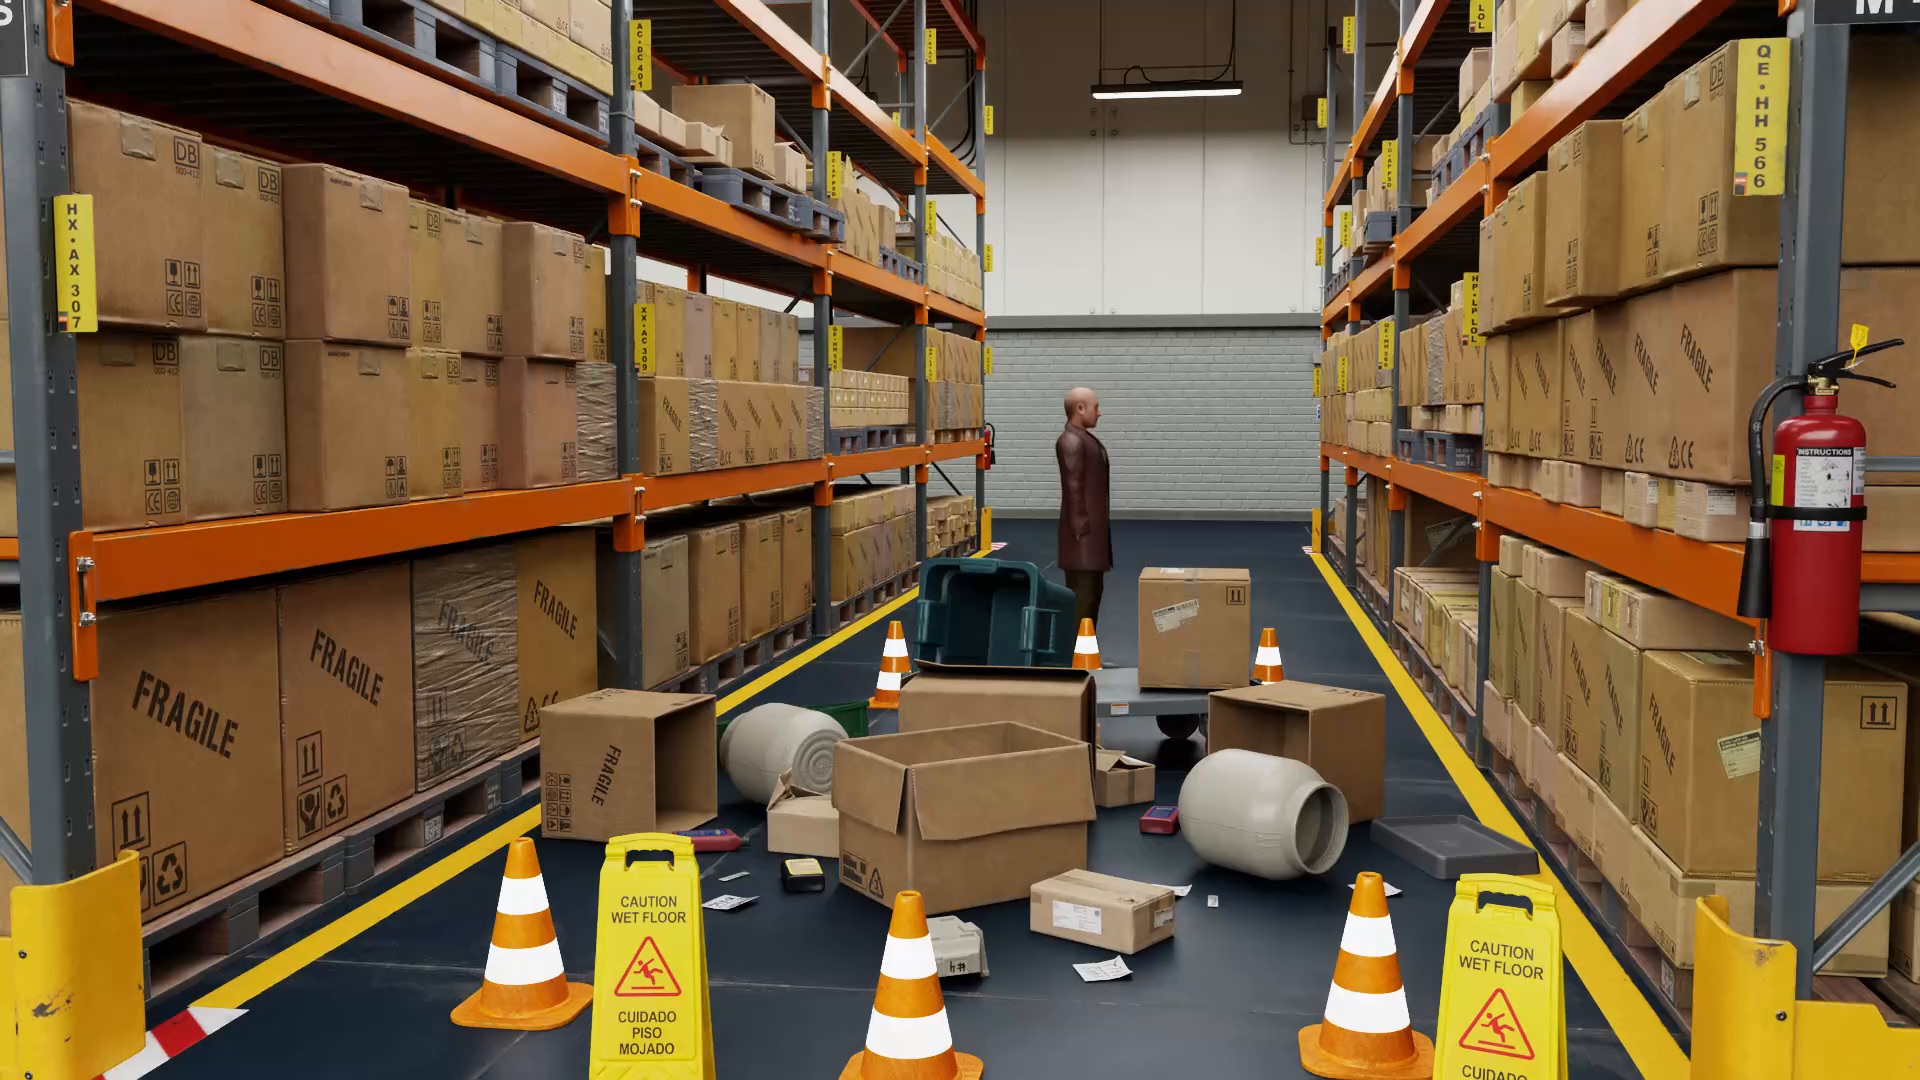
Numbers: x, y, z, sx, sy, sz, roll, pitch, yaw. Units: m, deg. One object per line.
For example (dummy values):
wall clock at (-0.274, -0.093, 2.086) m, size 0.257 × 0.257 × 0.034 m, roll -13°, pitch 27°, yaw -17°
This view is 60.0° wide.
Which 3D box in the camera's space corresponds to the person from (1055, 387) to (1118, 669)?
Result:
person at (0.761, -0.032, 10.174) m, size 0.399 × 1.797 × 0.563 m, roll 1°, pitch 4°, yaw 10°
